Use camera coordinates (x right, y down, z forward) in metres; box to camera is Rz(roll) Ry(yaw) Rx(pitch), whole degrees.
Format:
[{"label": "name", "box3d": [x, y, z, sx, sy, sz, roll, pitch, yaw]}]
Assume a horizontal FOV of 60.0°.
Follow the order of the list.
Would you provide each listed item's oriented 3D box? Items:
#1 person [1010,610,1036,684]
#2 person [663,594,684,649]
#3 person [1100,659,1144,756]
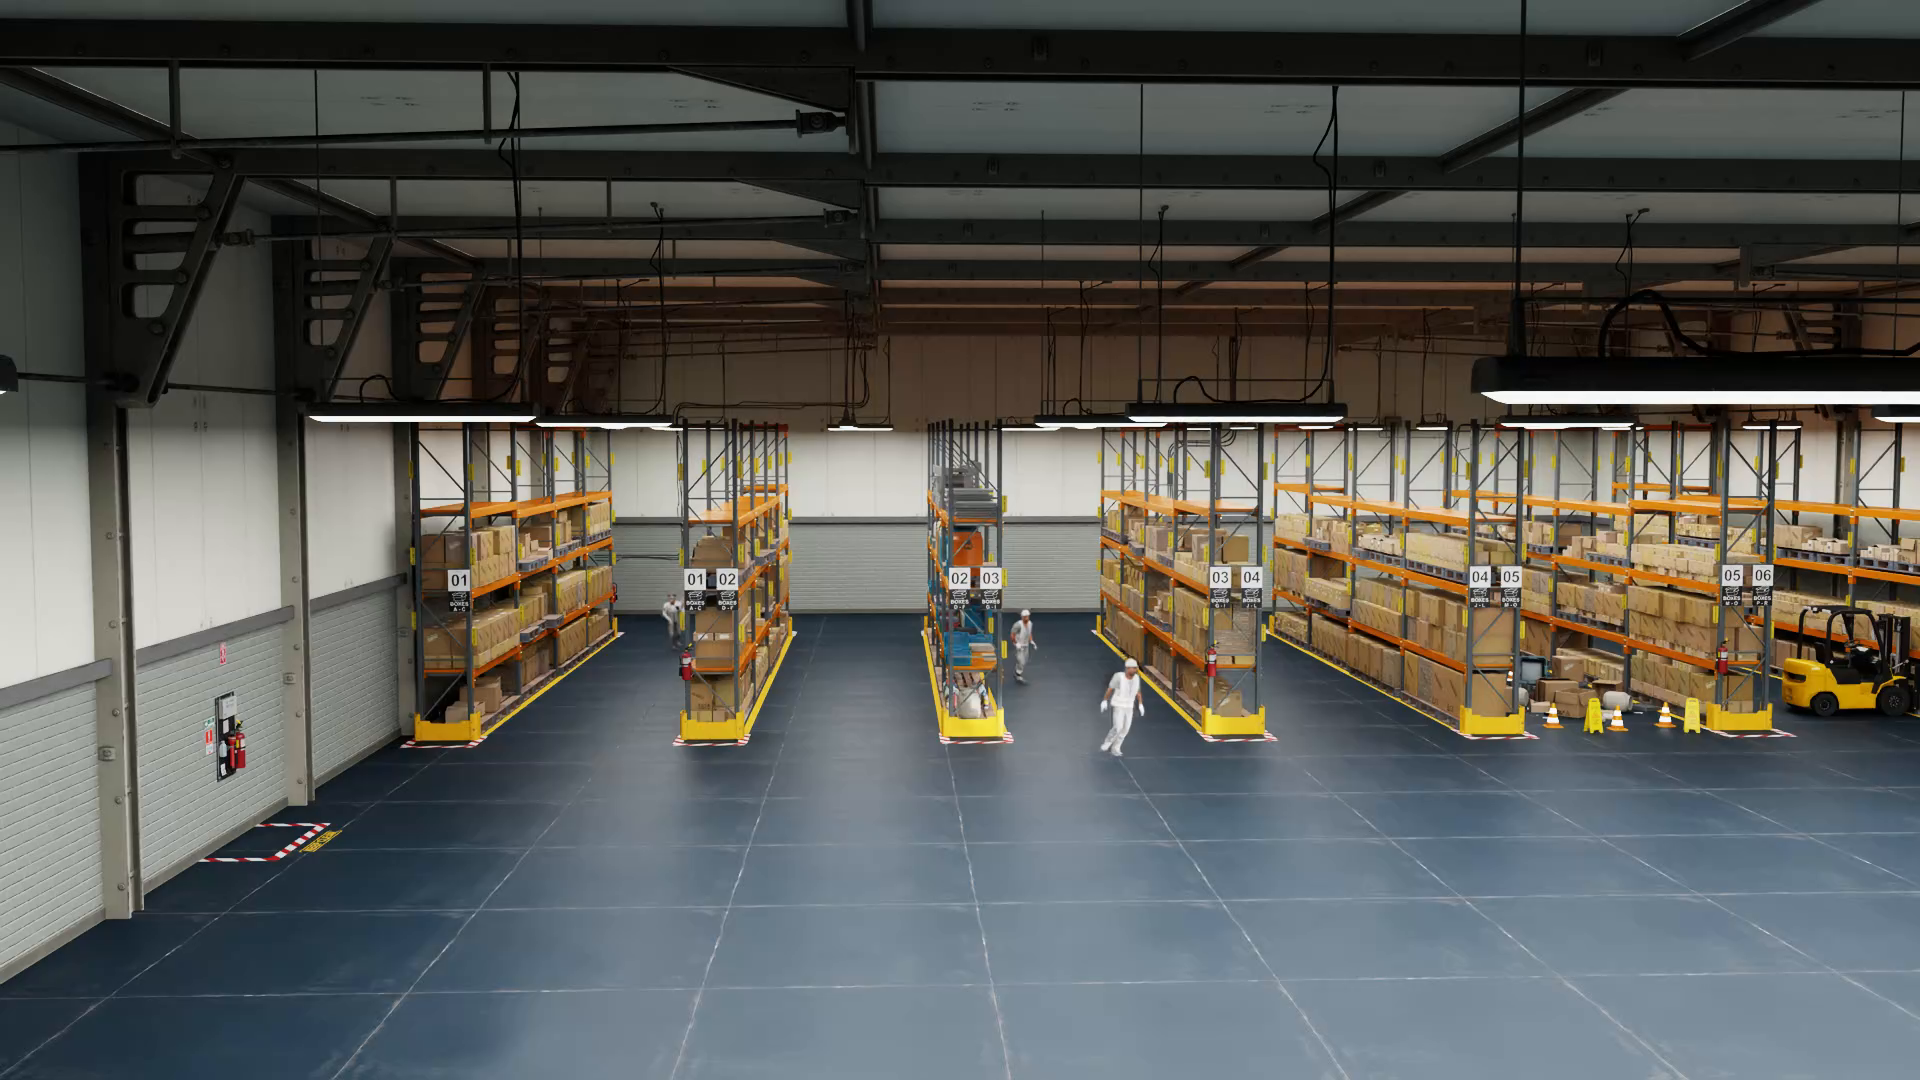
[{"label": "person", "box3d": [1.381, 2.435, 38.096, 0.654, 1.726, 0.790, -3, 5, -41]}, {"label": "person", "box3d": [-7.594, 2.151, 44.046, 0.583, 1.502, 0.828, -1, 4, -19]}, {"label": "person", "box3d": [2.889, 2.973, 29.529, 0.700, 1.756, 0.589, -2, 4, -33]}]
